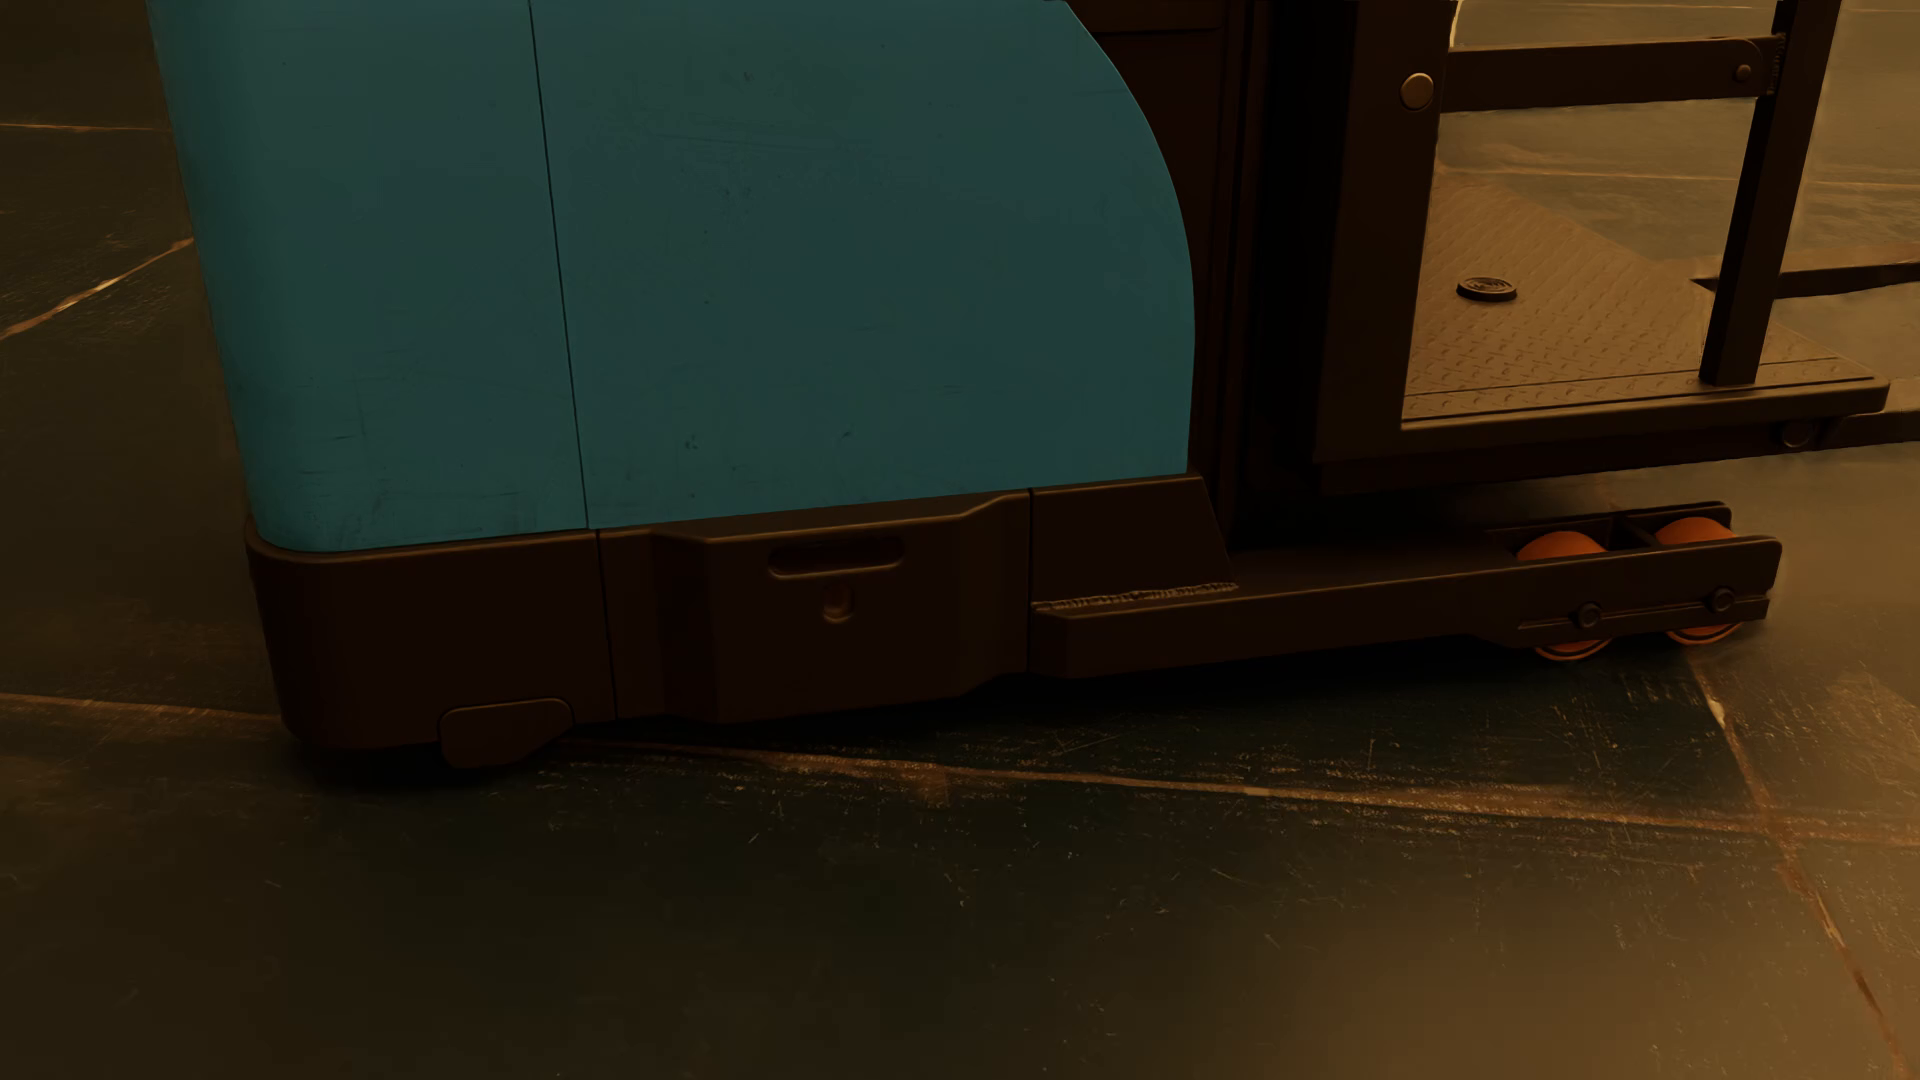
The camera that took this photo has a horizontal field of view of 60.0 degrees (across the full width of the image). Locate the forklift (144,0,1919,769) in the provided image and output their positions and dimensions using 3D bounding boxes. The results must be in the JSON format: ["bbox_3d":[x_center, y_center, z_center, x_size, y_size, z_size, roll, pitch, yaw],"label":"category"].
[{"bbox_3d":[0.598,-1.378,1.978,3.031,2.935,1.130,-6,27,-11],"label":"forklift"}]

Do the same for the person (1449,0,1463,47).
[{"bbox_3d":[1.454,-2.237,5.019,0.807,1.760,0.597,1,27,2],"label":"person"}]
